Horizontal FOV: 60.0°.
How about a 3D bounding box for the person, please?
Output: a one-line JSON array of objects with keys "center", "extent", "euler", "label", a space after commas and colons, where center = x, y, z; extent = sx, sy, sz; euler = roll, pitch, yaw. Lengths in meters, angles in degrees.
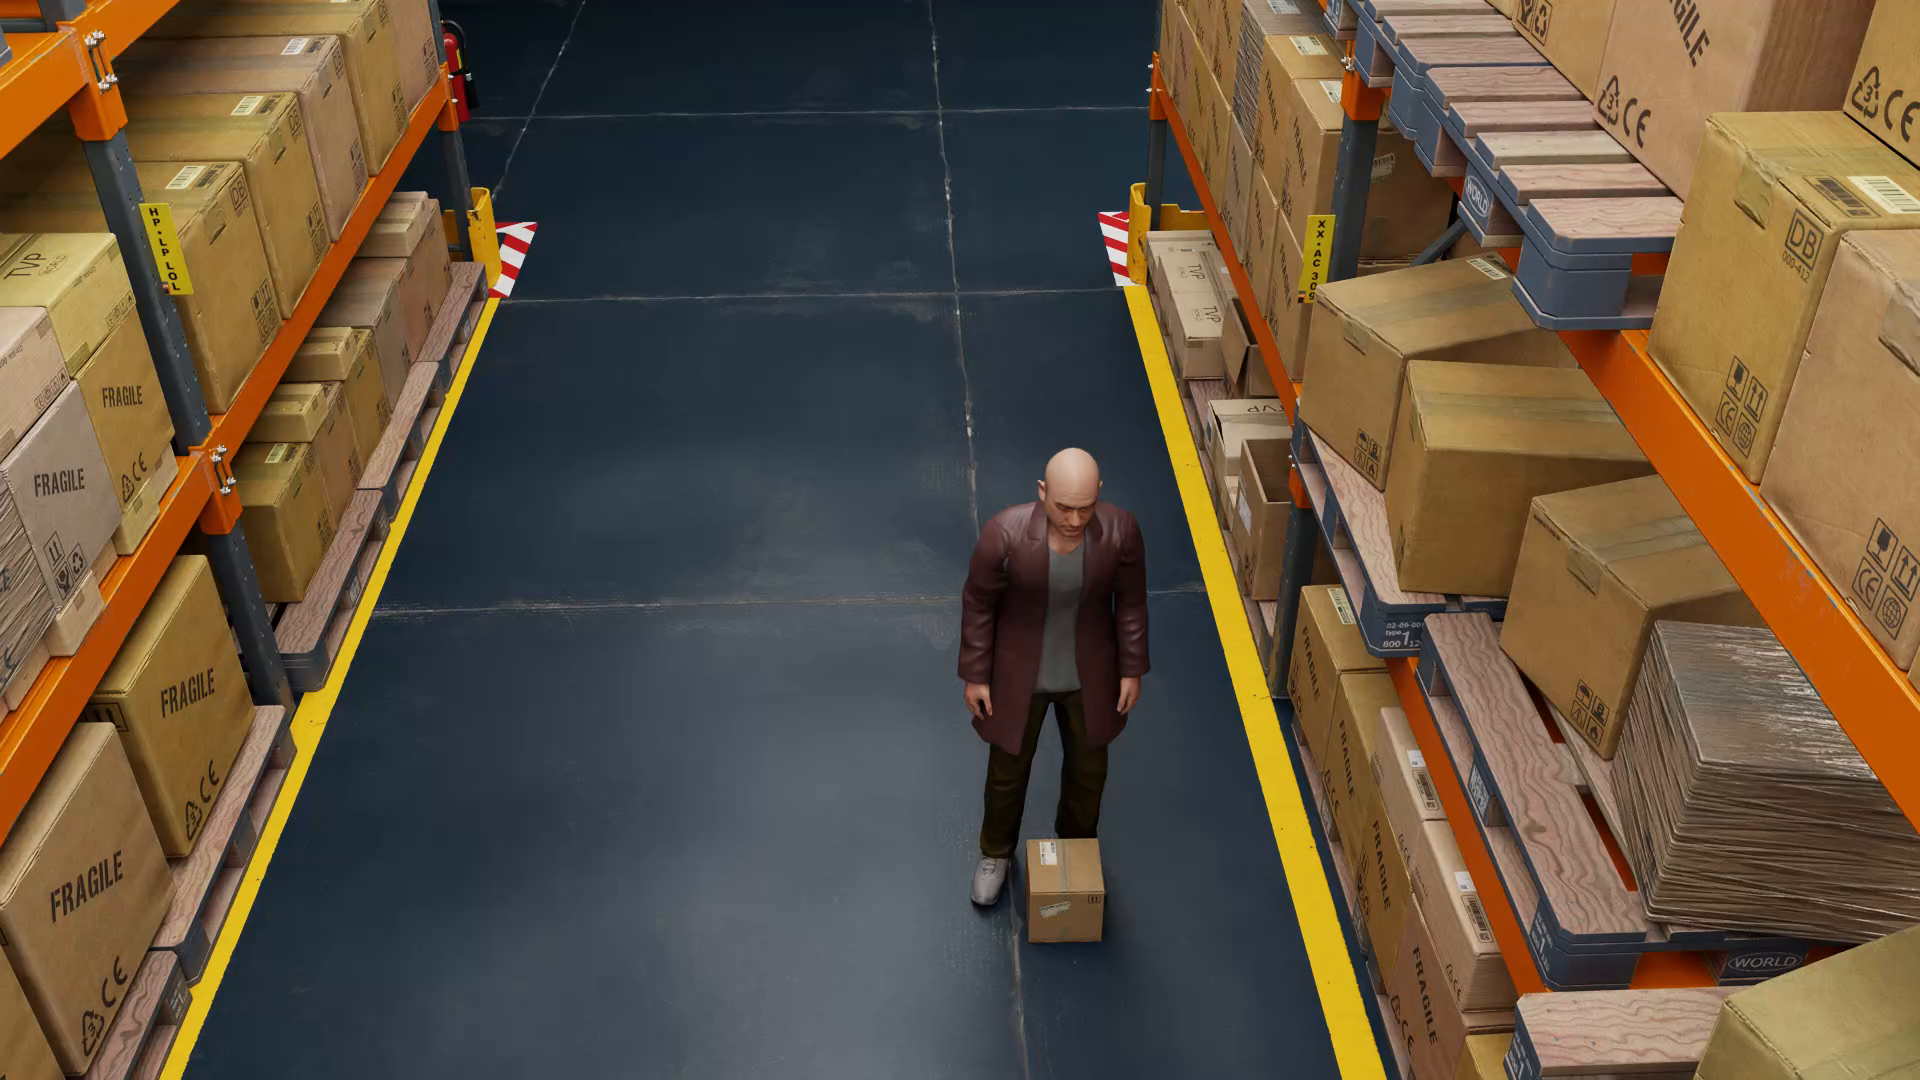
[{"center": [0.310, 0.447, 5.515], "extent": [0.642, 1.773, 0.428], "euler": [-3, 35, -4], "label": "person"}]
